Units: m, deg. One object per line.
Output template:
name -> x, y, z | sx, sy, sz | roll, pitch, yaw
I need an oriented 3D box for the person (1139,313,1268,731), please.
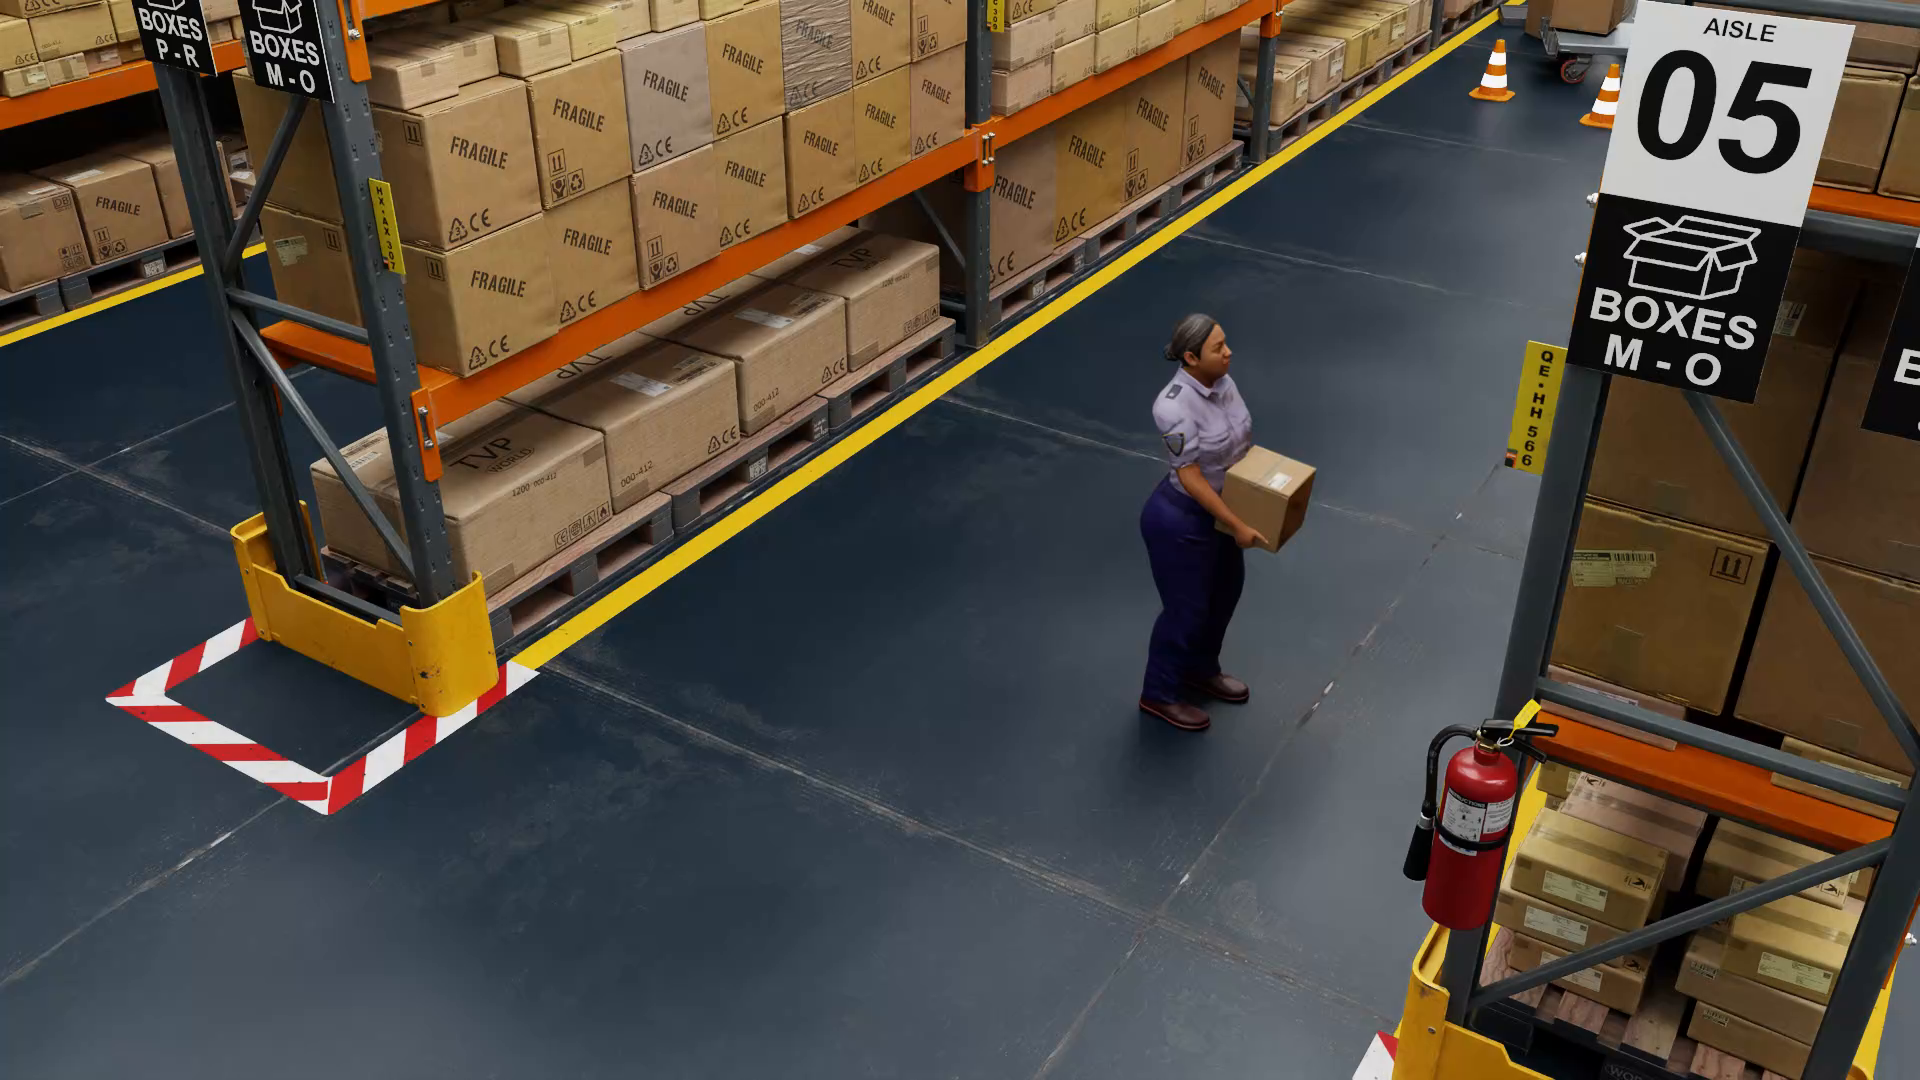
person -> 0.965, -0.053, 6.247 | 0.525, 1.635, 0.452 | 18, 35, 28
